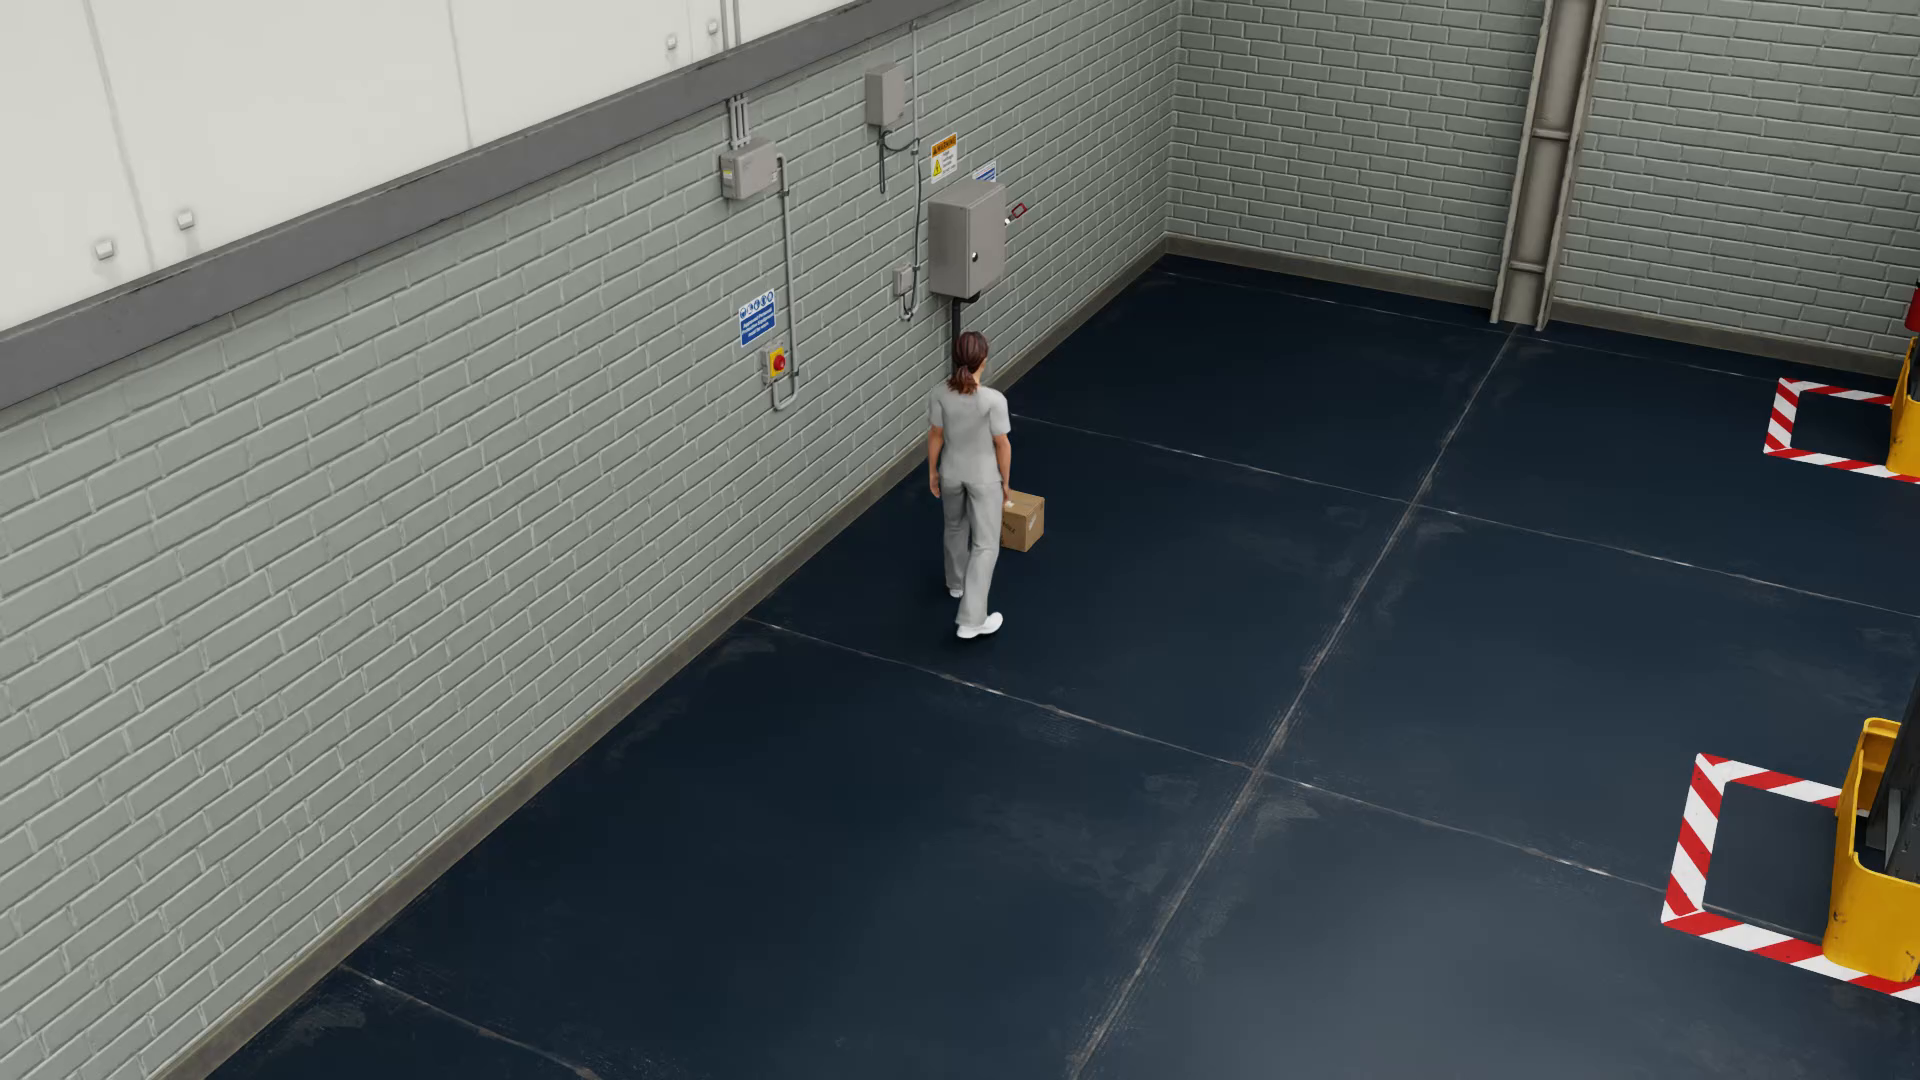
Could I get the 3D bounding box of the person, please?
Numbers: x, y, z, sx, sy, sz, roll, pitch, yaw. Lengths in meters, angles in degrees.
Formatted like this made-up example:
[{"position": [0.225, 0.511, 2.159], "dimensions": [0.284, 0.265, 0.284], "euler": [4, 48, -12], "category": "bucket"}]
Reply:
[{"position": [0.064, -0.337, 8.863], "dimensions": [0.469, 1.666, 0.747], "euler": [12, 32, 19], "category": "person"}]
